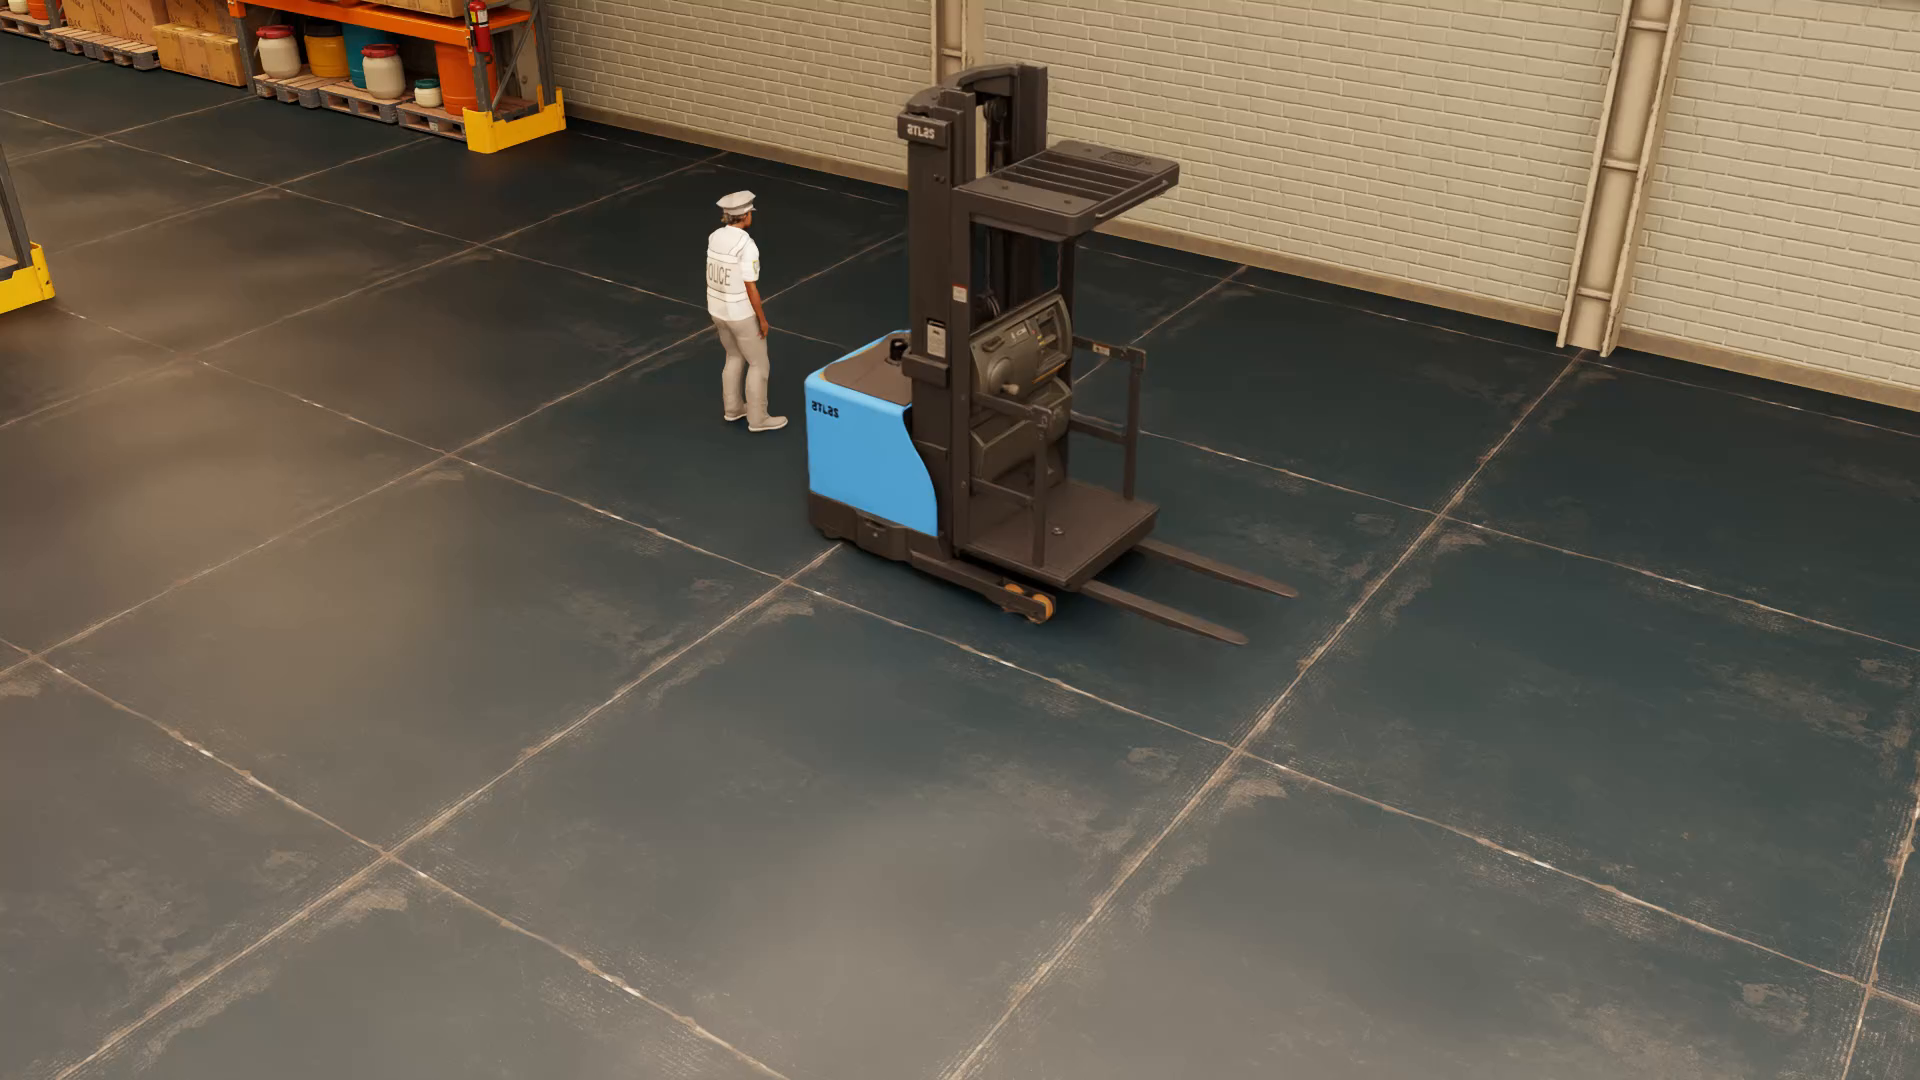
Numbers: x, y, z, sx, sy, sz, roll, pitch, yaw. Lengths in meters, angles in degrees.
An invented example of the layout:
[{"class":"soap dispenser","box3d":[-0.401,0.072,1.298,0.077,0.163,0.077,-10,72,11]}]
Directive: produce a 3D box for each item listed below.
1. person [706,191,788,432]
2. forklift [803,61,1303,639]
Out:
[{"class":"person","box3d":[-1.520,-1.572,11.560,0.528,1.656,0.396,26,39,37]},{"class":"forklift","box3d":[0.541,-1.097,9.471,3.031,2.935,1.130,19,35,29]}]
